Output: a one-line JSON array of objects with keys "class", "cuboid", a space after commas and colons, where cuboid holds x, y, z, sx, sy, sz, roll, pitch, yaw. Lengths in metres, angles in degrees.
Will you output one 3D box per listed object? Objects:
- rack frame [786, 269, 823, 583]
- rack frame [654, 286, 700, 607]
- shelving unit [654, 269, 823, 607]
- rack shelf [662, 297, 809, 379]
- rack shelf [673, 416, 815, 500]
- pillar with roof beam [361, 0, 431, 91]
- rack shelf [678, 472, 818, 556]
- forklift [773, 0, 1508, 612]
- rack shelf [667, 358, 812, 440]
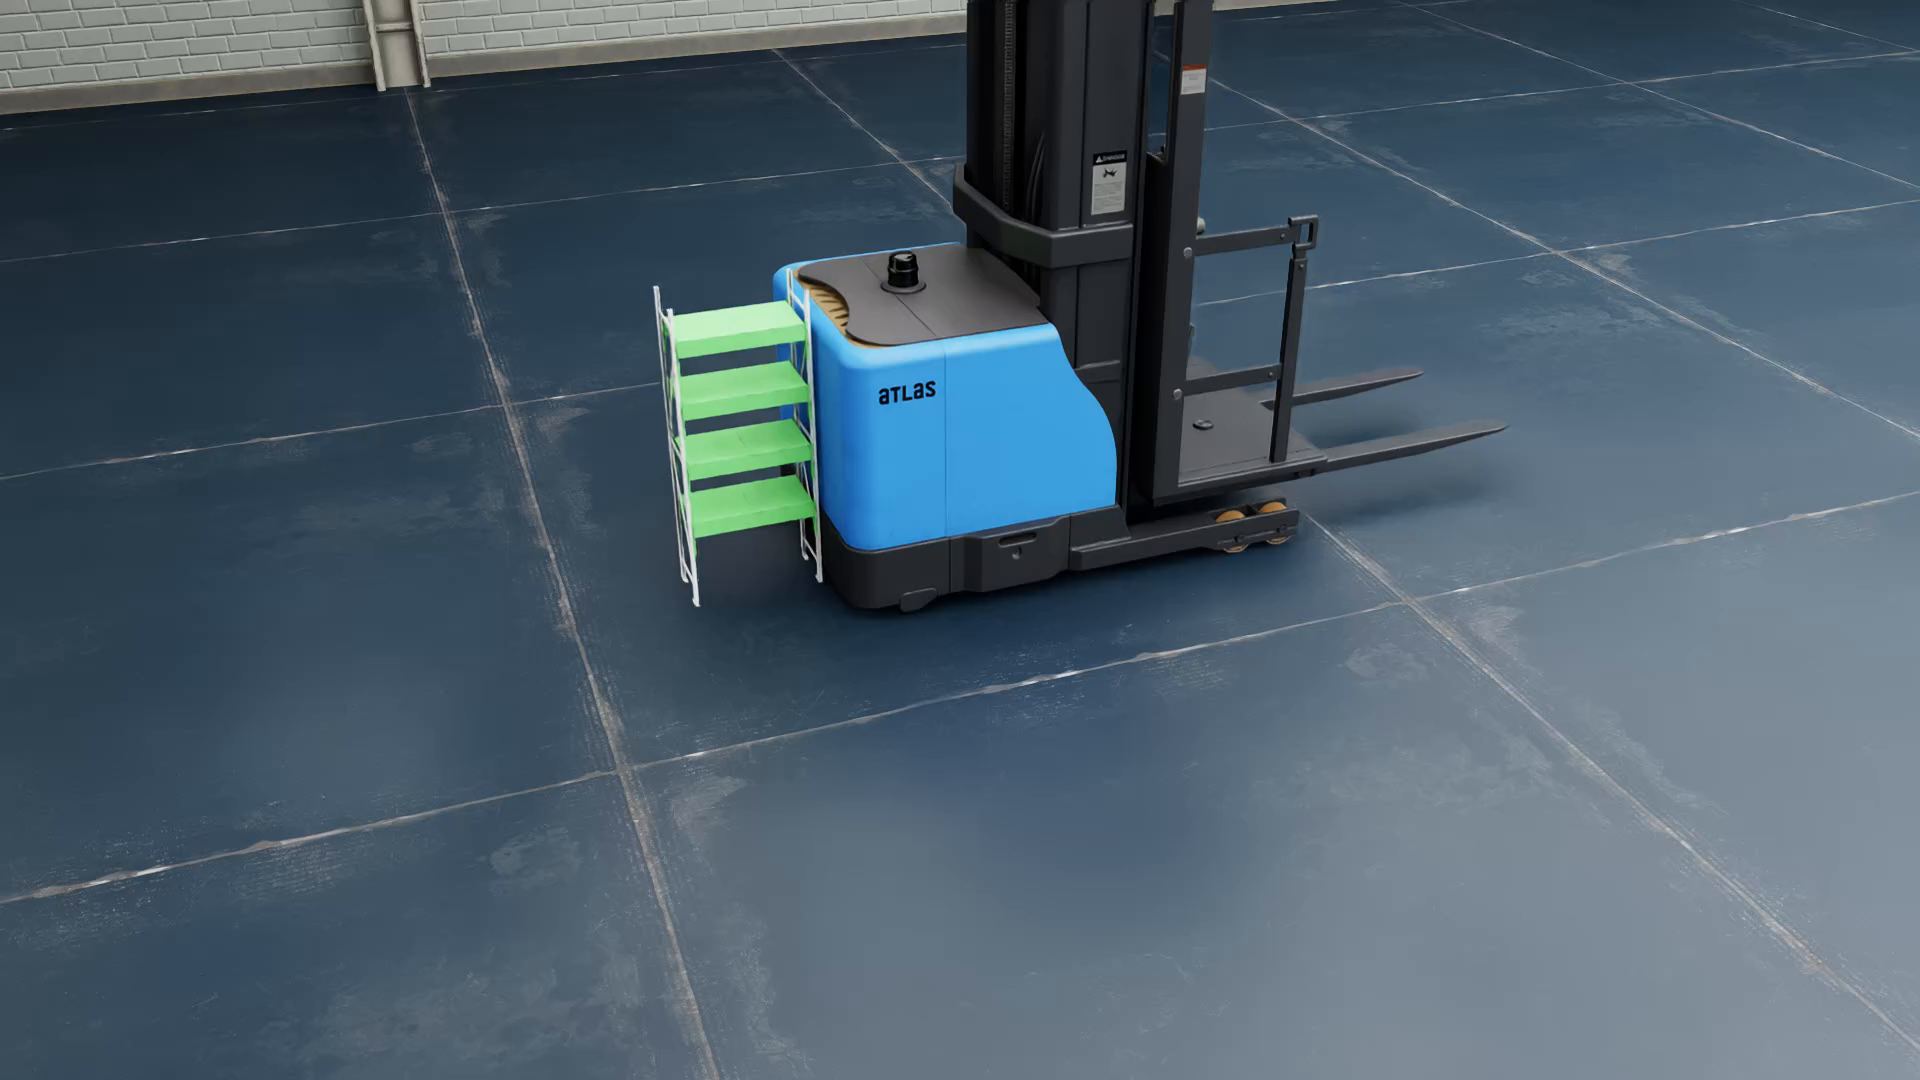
[{"class": "rack frame", "cuboid": [-0.583, -0.411, 6.259, 0.015, 1.200, 0.240, -11, 31, -18]}, {"class": "rack frame", "cuboid": [-1.038, -0.324, 6.106, 0.015, 1.200, 0.240, -11, 31, -18]}, {"class": "shelving unit", "cuboid": [-0.811, -0.367, 6.183, 0.503, 1.200, 0.258, -11, 31, -18]}, {"class": "rack shelf", "cuboid": [-0.811, -0.729, 5.977, 0.480, 0.148, 0.258, -11, 31, -18]}, {"class": "rack shelf", "cuboid": [-0.811, -0.312, 6.214, 0.480, 0.148, 0.258, -11, 31, -18]}, {"class": "pillar with roof beam", "cuboid": [-2.857, -5.481, 7.280, 0.400, 9.000, 9.100, -10, 31, -18]}, {"class": "rack shelf", "cuboid": [-0.811, -0.103, 6.333, 0.480, 0.148, 0.258, -11, 31, -18]}, {"class": "forklift", "cuboid": [0.830, -1.454, 6.341, 3.031, 2.935, 1.130, -11, 31, -18]}, {"class": "rack shelf", "cuboid": [-0.811, -0.520, 6.095, 0.480, 0.148, 0.258, -11, 31, -18]}]
